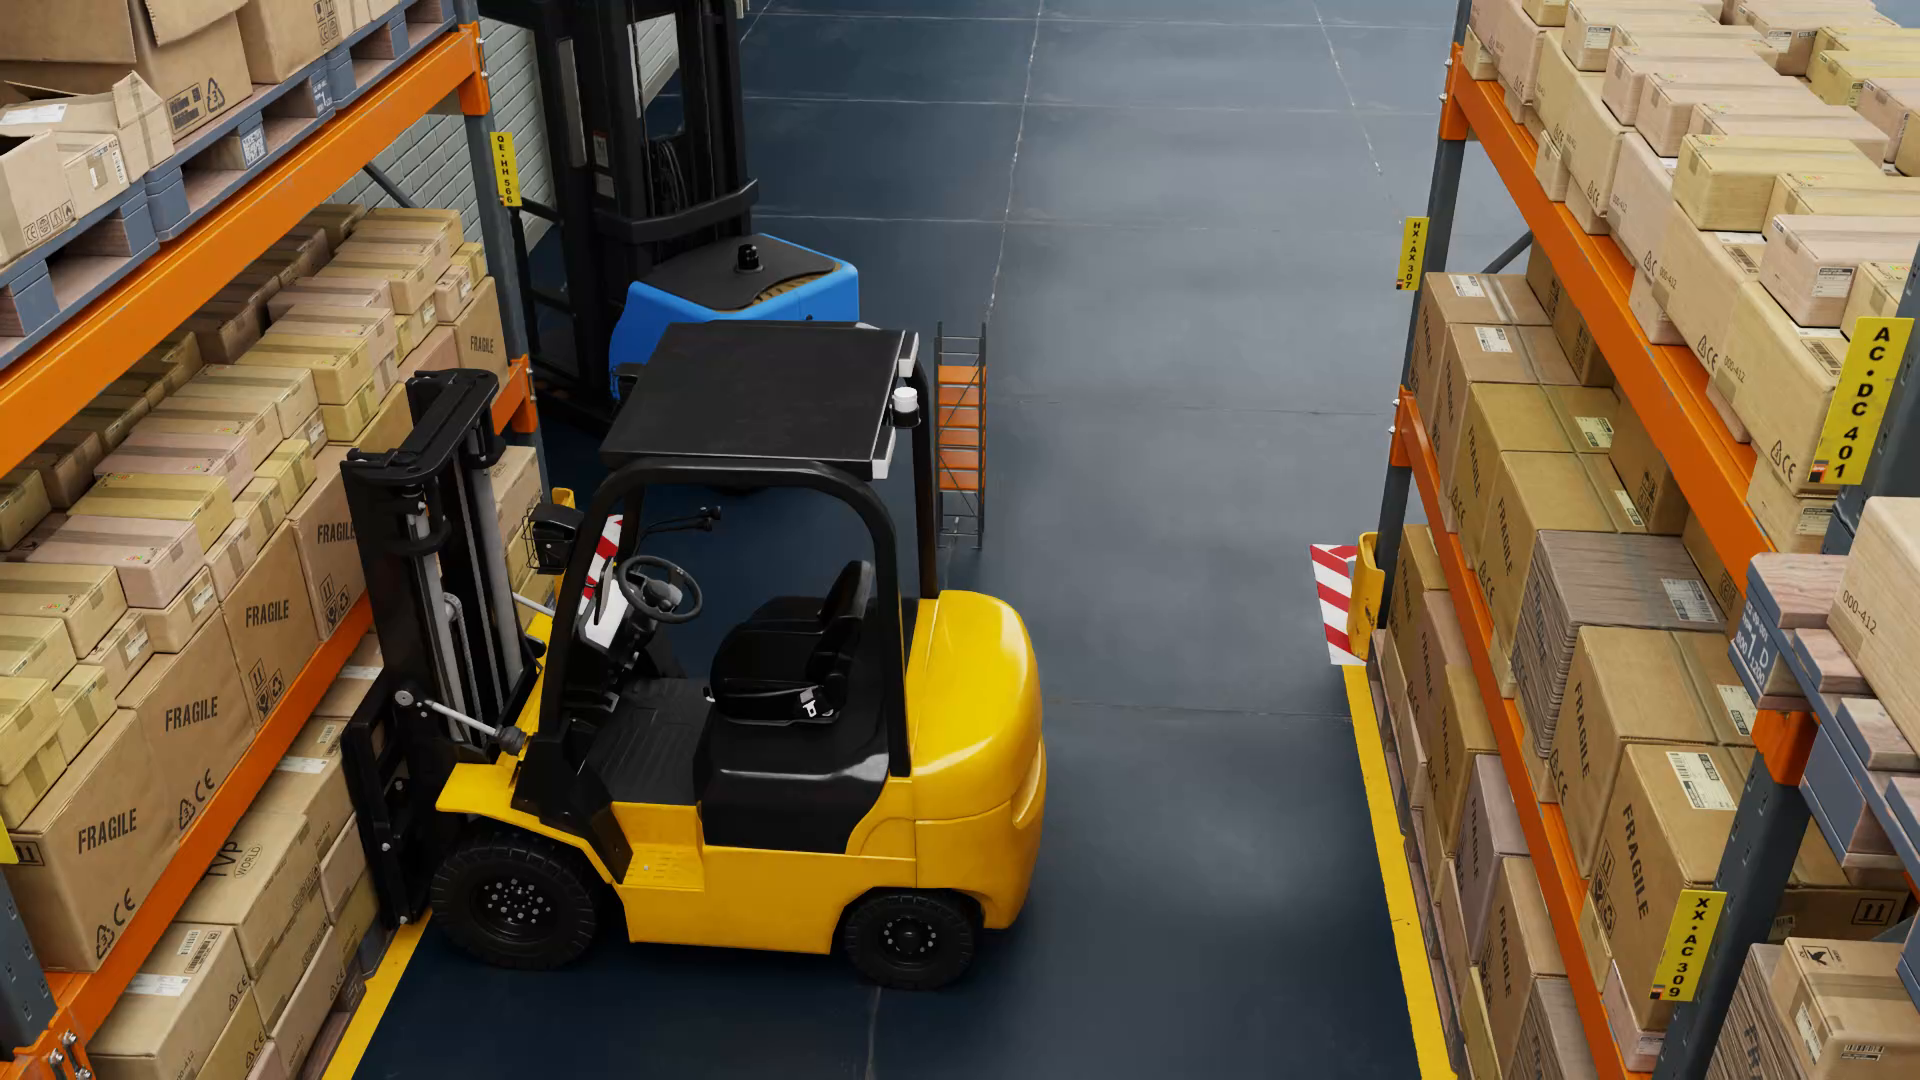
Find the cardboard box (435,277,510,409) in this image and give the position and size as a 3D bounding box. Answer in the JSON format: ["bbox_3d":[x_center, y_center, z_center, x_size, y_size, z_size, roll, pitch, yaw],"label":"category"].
[{"bbox_3d":[-2.270,-0.801,7.095,0.500,0.500,0.500,2,32,3],"label":"cardboard box"}]

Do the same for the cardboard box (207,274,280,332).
[{"bbox_3d":[-2.829,-0.903,6.359,0.380,0.149,0.250,3,32,4],"label":"cardboard box"}]

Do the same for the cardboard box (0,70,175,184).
[{"bbox_3d":[-2.394,-1.139,4.513,0.396,0.266,0.258,2,32,3],"label":"cardboard box"}]

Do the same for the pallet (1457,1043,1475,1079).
[{"bbox_3d":[2.149,2.109,5.126,1.003,0.211,1.213,2,32,4],"label":"pallet"}]

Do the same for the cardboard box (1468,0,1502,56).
[{"bbox_3d":[2.149,-1.905,5.982,0.500,0.250,0.500,2,32,3],"label":"cardboard box"}]

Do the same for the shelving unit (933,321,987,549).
[{"bbox_3d":[0.001,-0.518,8.447,0.258,1.200,0.189,2,32,4],"label":"shelving unit"}]

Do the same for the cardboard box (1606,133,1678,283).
[{"bbox_3d":[1.994,-0.837,4.250,0.500,0.250,0.500,2,32,3],"label":"cardboard box"}]

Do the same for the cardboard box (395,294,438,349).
[{"bbox_3d":[-2.314,-0.884,6.612,0.380,0.149,0.250,3,32,5],"label":"cardboard box"}]

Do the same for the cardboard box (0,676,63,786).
[{"bbox_3d":[-2.496,0.465,4.138,0.380,0.149,0.250,3,32,5],"label":"cardboard box"}]

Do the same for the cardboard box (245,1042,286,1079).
[{"bbox_3d":[-2.448,1.818,5.162,0.500,0.250,0.500,3,32,4],"label":"cardboard box"}]

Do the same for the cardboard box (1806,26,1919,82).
[{"bbox_3d":[2.631,-1.333,4.675,0.380,0.149,0.250,3,32,5],"label":"cardboard box"}]

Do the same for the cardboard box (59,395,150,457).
[{"bbox_3d":[-2.905,-0.360,5.478,0.380,0.149,0.250,3,32,5],"label":"cardboard box"}]

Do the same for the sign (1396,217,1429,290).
[{"bbox_3d":[1.915,-1.208,7.027,0.100,0.325,0.005,2,32,4],"label":"sign"}]

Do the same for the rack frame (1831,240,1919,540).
[{"bbox_3d":[2.130,-1.279,2.248,1.000,3.000,0.127,2,32,4],"label":"rack frame"}]

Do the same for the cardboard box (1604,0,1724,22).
[{"bbox_3d":[2.118,-1.627,5.151,0.380,0.149,0.250,2,32,4],"label":"cardboard box"}]

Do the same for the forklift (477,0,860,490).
[{"bbox_3d":[-1.994,-2.161,9.463,3.031,2.935,1.130,24,39,34],"label":"forklift"}]

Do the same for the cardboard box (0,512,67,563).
[{"bbox_3d":[-2.936,0.033,5.123,0.380,0.149,0.250,3,32,6],"label":"cardboard box"}]

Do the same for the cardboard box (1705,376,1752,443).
[{"bbox_3d":[1.957,-0.336,3.817,0.380,0.149,0.250,3,32,4],"label":"cardboard box"}]

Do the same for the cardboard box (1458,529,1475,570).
[{"bbox_3d":[2.059,-0.006,6.140,0.380,0.149,0.250,3,32,5],"label":"cardboard box"}]

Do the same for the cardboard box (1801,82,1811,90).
[{"bbox_3d":[2.564,-1.079,4.642,0.500,0.250,0.500,3,32,4],"label":"cardboard box"}]

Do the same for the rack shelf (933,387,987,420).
[{"bbox_3d":[0.001,-0.685,8.345,0.258,0.103,0.180,2,32,4],"label":"rack shelf"}]

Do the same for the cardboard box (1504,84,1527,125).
[{"bbox_3d":[2.117,-1.549,5.785,0.380,0.149,0.250,3,32,5],"label":"cardboard box"}]

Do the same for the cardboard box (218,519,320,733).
[{"bbox_3d":[-2.455,0.263,5.368,0.500,0.500,0.500,2,32,3],"label":"cardboard box"}]

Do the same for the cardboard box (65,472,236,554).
[{"bbox_3d":[-2.435,-0.076,5.017,0.380,0.149,0.250,2,32,3],"label":"cardboard box"}]

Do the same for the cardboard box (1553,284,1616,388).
[{"bbox_3d":[2.583,-0.871,5.972,0.700,0.500,0.500,3,32,4],"label":"cardboard box"}]

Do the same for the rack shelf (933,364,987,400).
[{"bbox_3d":[0.001,-0.787,8.282,0.258,0.103,0.180,2,32,4],"label":"rack shelf"}]

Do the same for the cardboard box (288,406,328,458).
[{"bbox_3d":[-2.431,-0.354,5.751,0.380,0.149,0.250,2,32,4],"label":"cardboard box"}]

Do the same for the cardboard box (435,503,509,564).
[{"bbox_3d":[-2.254,0.061,7.060,0.500,0.250,0.500,3,32,5],"label":"cardboard box"}]

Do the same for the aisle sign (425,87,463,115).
[{"bbox_3d":[-2.194,-2.155,6.910,0.394,0.787,0.004,2,32,4],"label":"aisle sign"}]

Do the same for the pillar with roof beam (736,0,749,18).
[{"bbox_3d":[1.821,-9.346,15.338,9.100,9.000,0.400,2,32,4],"label":"pillar with roof beam"}]

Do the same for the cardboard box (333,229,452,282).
[{"bbox_3d":[-2.300,-1.146,6.753,0.380,0.149,0.250,3,32,4],"label":"cardboard box"}]

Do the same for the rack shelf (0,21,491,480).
[{"bbox_3d":[-2.655,-0.952,5.262,1.077,0.370,4.000,2,32,4],"label":"rack shelf"}]

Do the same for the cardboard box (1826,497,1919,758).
[{"bbox_3d":[1.683,0.171,2.496,0.500,0.250,0.500,2,32,3],"label":"cardboard box"}]

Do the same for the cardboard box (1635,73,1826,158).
[{"bbox_3d":[1.977,-1.091,4.282,0.380,0.149,0.250,3,32,5],"label":"cardboard box"}]

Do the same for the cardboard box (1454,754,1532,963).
[{"bbox_3d":[1.991,1.094,5.622,0.500,0.500,0.500,4,32,7],"label":"cardboard box"}]

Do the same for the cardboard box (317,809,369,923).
[{"bbox_3d":[-2.379,1.078,5.885,0.500,0.250,0.500,2,32,4],"label":"cardboard box"}]

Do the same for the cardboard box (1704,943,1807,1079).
[{"bbox_3d":[1.806,1.160,3.230,0.500,0.500,0.500,3,32,5],"label":"cardboard box"}]

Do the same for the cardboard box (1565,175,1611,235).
[{"bbox_3d":[2.023,-1.012,4.913,0.380,0.149,0.250,2,32,3],"label":"cardboard box"}]

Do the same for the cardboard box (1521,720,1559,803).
[{"bbox_3d":[1.932,0.669,5.044,0.380,0.149,0.250,2,32,3],"label":"cardboard box"}]

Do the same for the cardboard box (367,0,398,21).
[{"bbox_3d":[-2.257,-1.972,5.975,0.380,0.149,0.250,2,32,3],"label":"cardboard box"}]

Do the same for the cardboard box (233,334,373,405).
[{"bbox_3d":[-2.315,-0.604,5.874,0.380,0.149,0.250,3,32,5],"label":"cardboard box"}]

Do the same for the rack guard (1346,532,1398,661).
[{"bbox_3d":[2.449,0.287,7.807,1.175,0.500,0.348,2,32,4],"label":"rack guard"}]

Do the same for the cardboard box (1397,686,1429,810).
[{"bbox_3d":[2.065,0.852,6.730,0.500,0.250,0.500,4,32,6],"label":"cardboard box"}]

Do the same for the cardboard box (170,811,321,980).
[{"bbox_3d":[-2.414,1.124,5.334,0.500,0.250,0.500,3,32,4],"label":"cardboard box"}]

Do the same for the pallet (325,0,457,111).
[{"bbox_3d":[-2.575,-1.898,6.195,1.003,0.211,1.213,2,32,4],"label":"pallet"}]

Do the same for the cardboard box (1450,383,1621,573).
[{"bbox_3d":[2.061,-0.213,5.857,0.500,0.500,0.500,2,32,3],"label":"cardboard box"}]

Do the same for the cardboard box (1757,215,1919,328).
[{"bbox_3d":[1.883,-0.549,3.402,0.380,0.149,0.250,2,32,3],"label":"cardboard box"}]

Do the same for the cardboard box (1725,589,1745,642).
[{"bbox_3d":[2.445,0.193,4.246,0.700,0.500,0.500,3,32,4],"label":"cardboard box"}]

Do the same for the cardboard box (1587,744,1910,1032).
[{"bbox_3d":[1.918,0.863,4.112,0.500,0.500,0.500,2,32,3],"label":"cardboard box"}]

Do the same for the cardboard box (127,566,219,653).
[{"bbox_3d":[-2.422,0.192,4.866,0.380,0.149,0.250,3,32,5],"label":"cardboard box"}]
